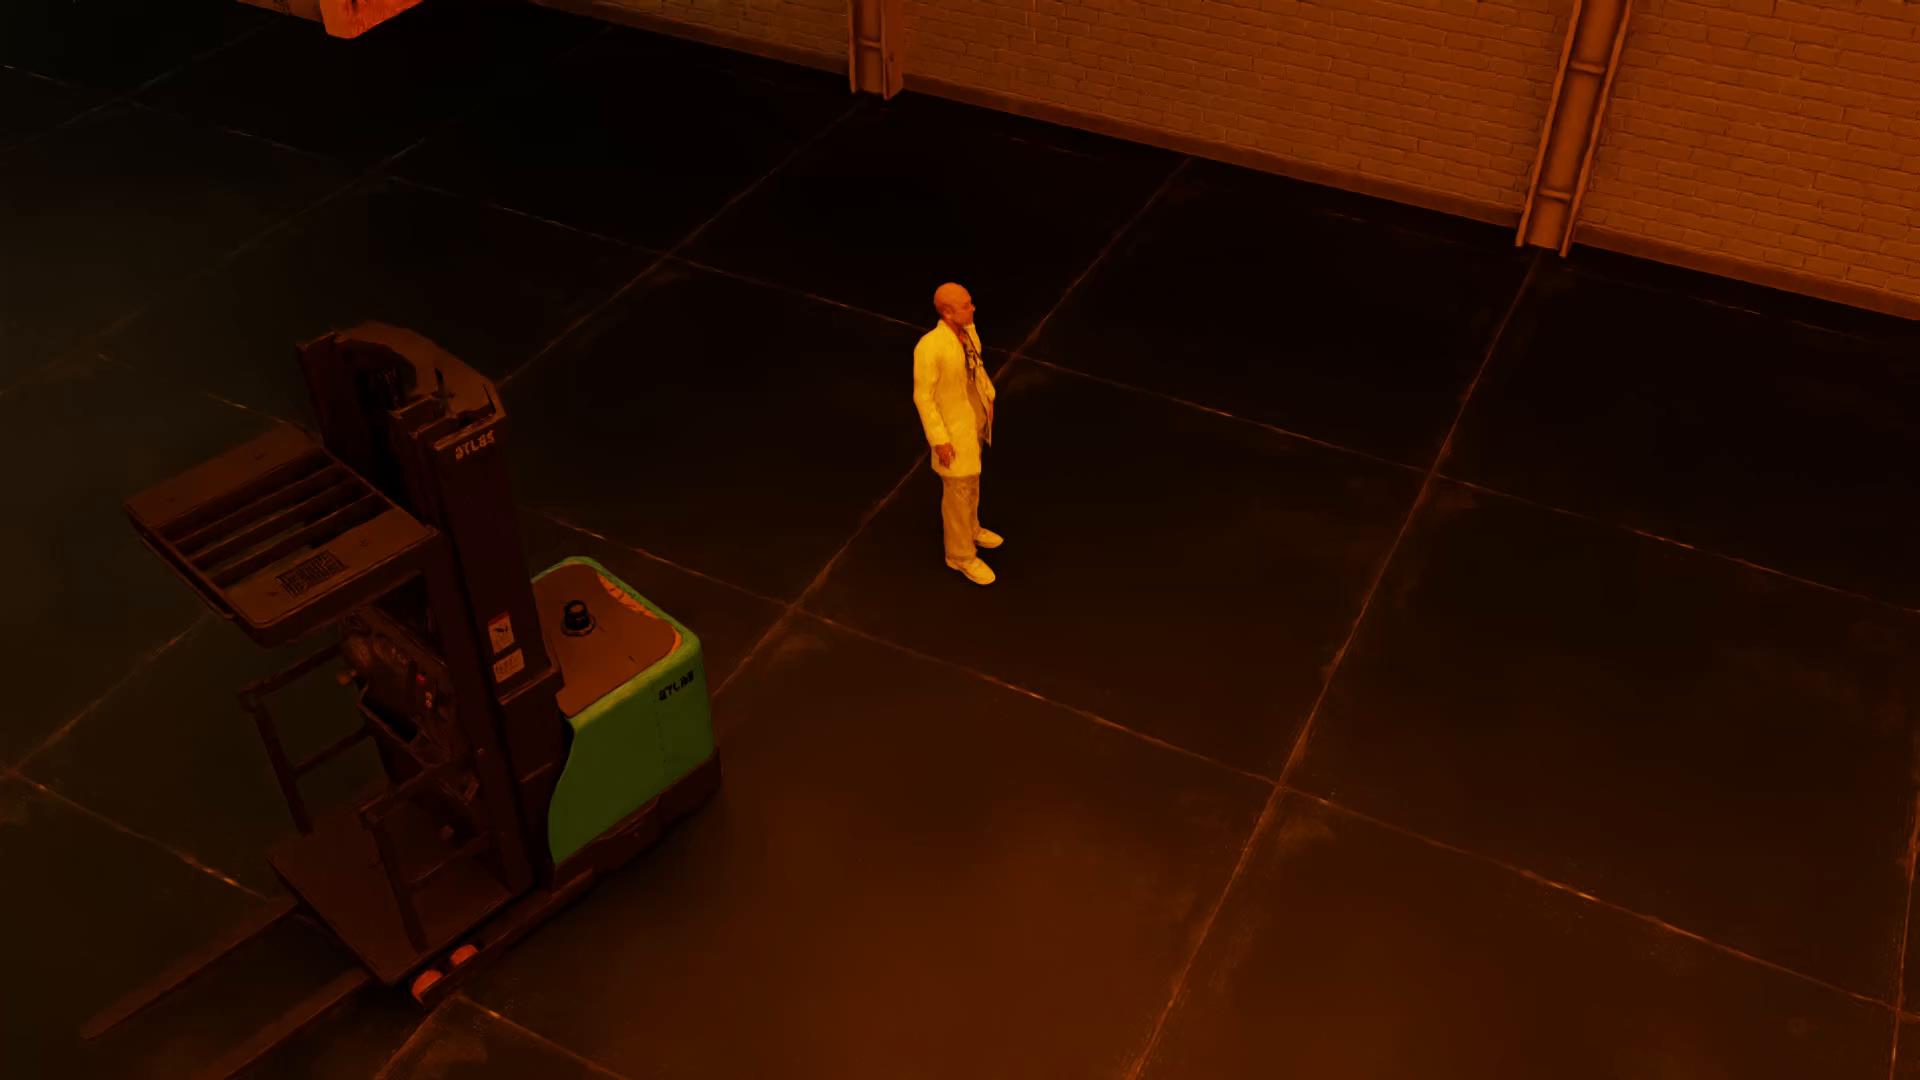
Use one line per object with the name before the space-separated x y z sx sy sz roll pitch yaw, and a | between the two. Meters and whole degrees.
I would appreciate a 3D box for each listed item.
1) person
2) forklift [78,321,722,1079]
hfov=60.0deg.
person | 0.079 -0.656 9.650 0.579 1.776 0.694 18 43 21
forklift | -2.614 0.657 7.206 1.130 2.935 3.031 31 49 32
